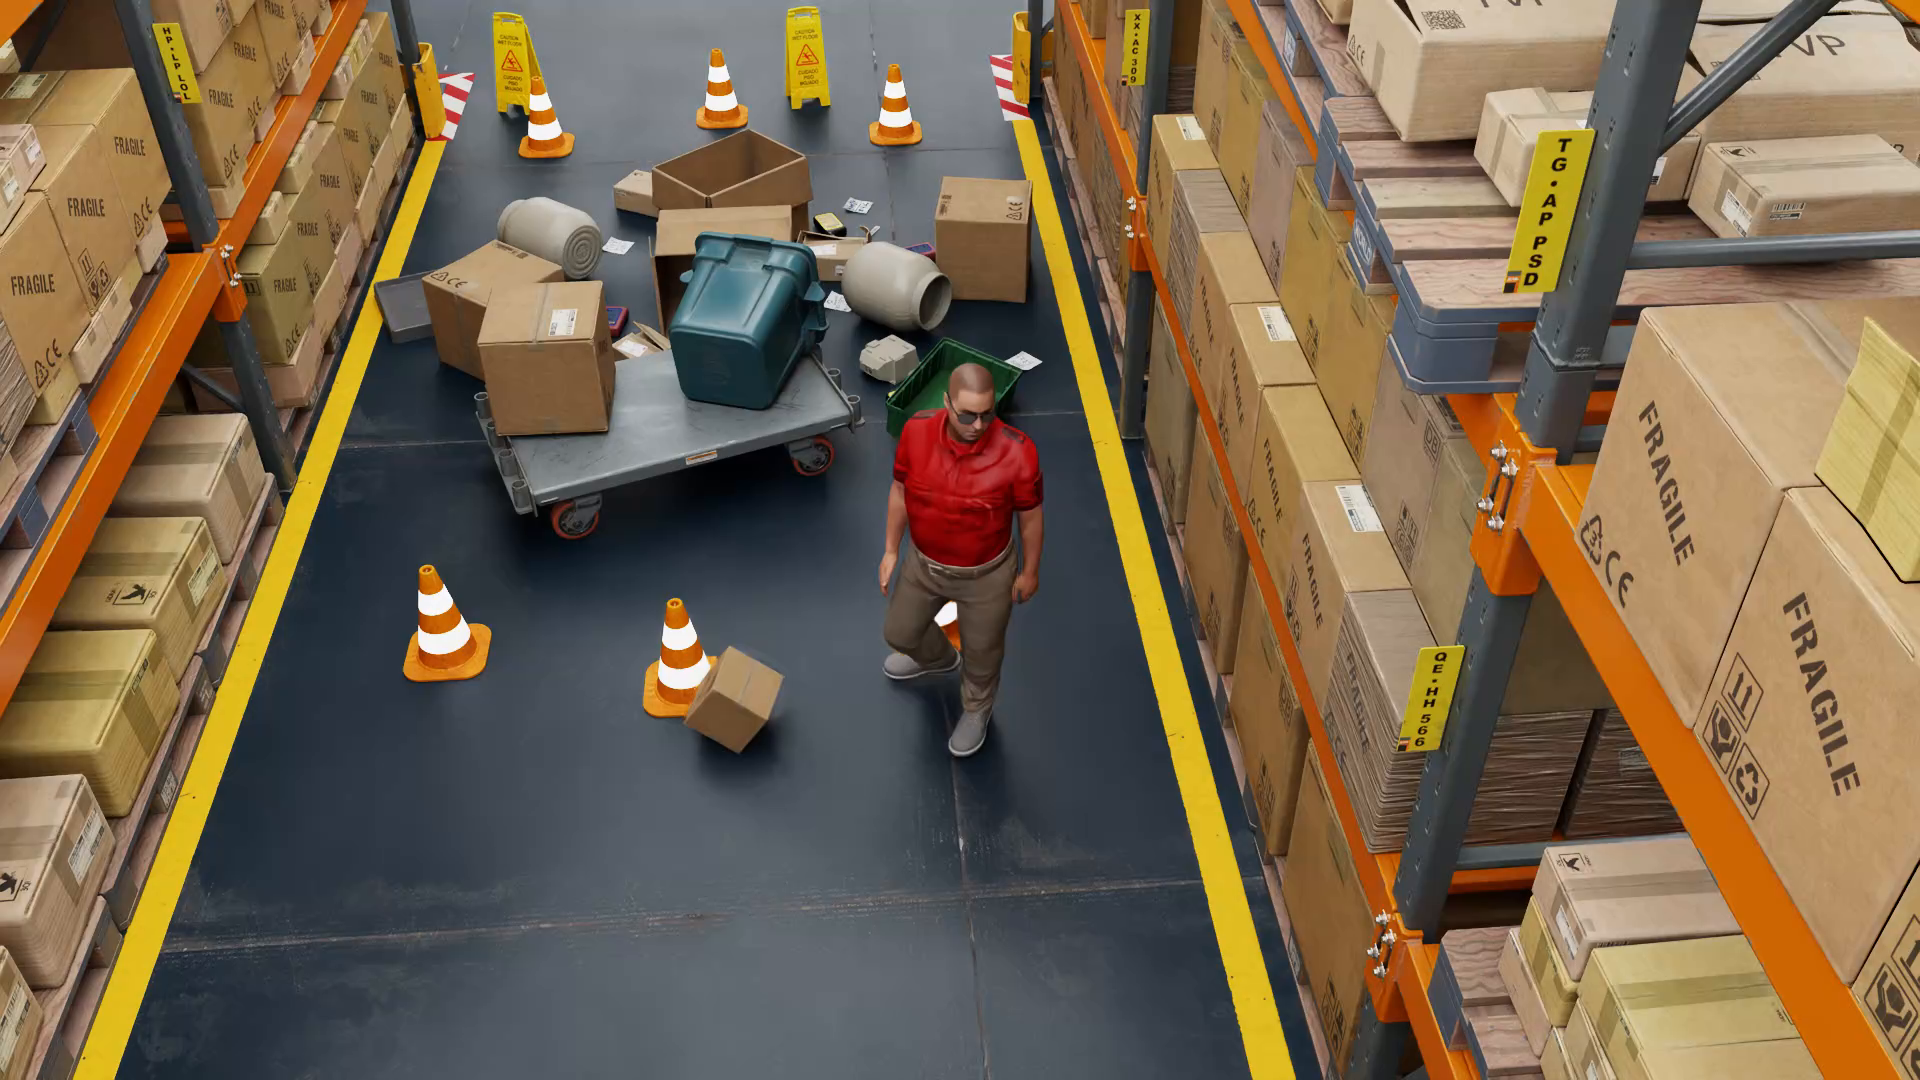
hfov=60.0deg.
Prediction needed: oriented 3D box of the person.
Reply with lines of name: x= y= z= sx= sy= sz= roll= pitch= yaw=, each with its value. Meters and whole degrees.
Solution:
person: x=-0.038 y=0.045 z=6.085 sx=0.715 sy=1.718 sz=0.489 roll=16 pitch=42 yaw=19
